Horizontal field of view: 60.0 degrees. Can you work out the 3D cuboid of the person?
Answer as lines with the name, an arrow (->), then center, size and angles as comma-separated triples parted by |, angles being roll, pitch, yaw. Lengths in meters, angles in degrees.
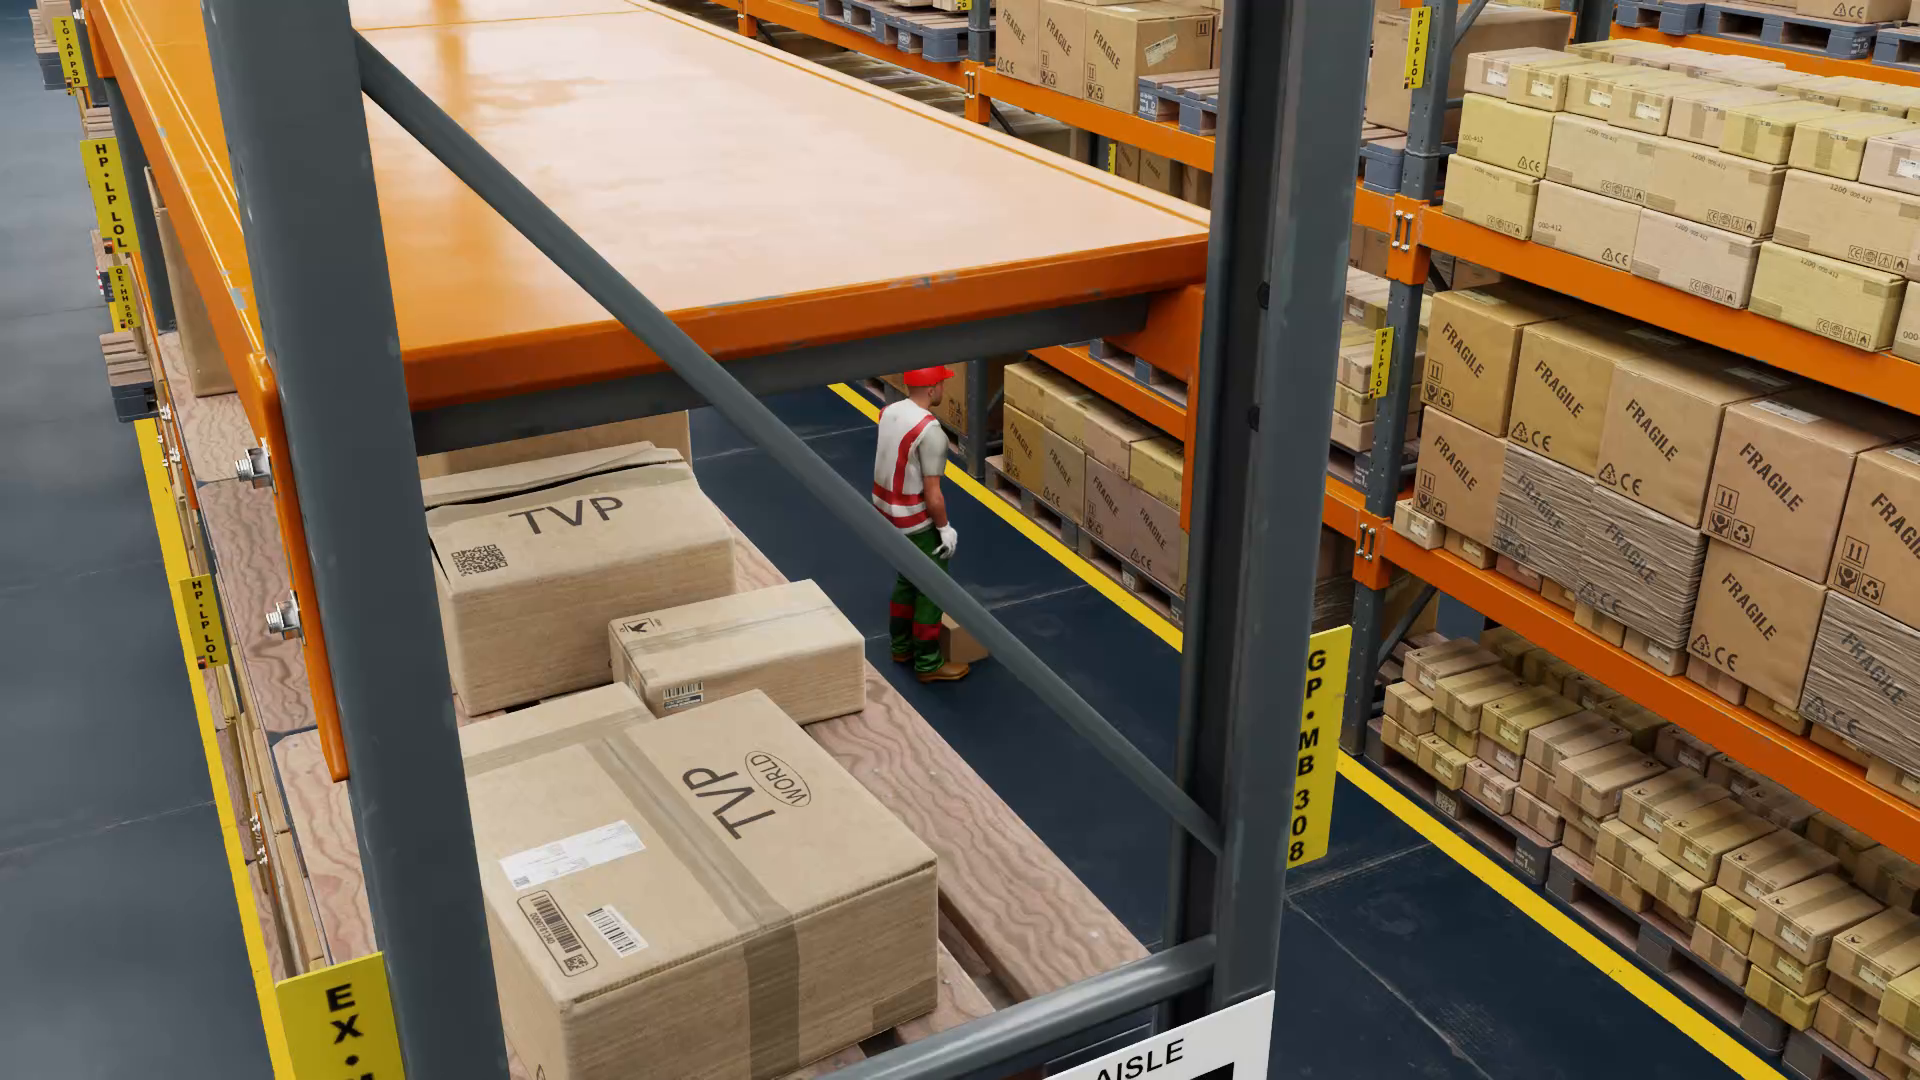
person -> -0.218, -0.122, 8.851 | 0.451, 1.778, 0.612 | -15, 29, -28
